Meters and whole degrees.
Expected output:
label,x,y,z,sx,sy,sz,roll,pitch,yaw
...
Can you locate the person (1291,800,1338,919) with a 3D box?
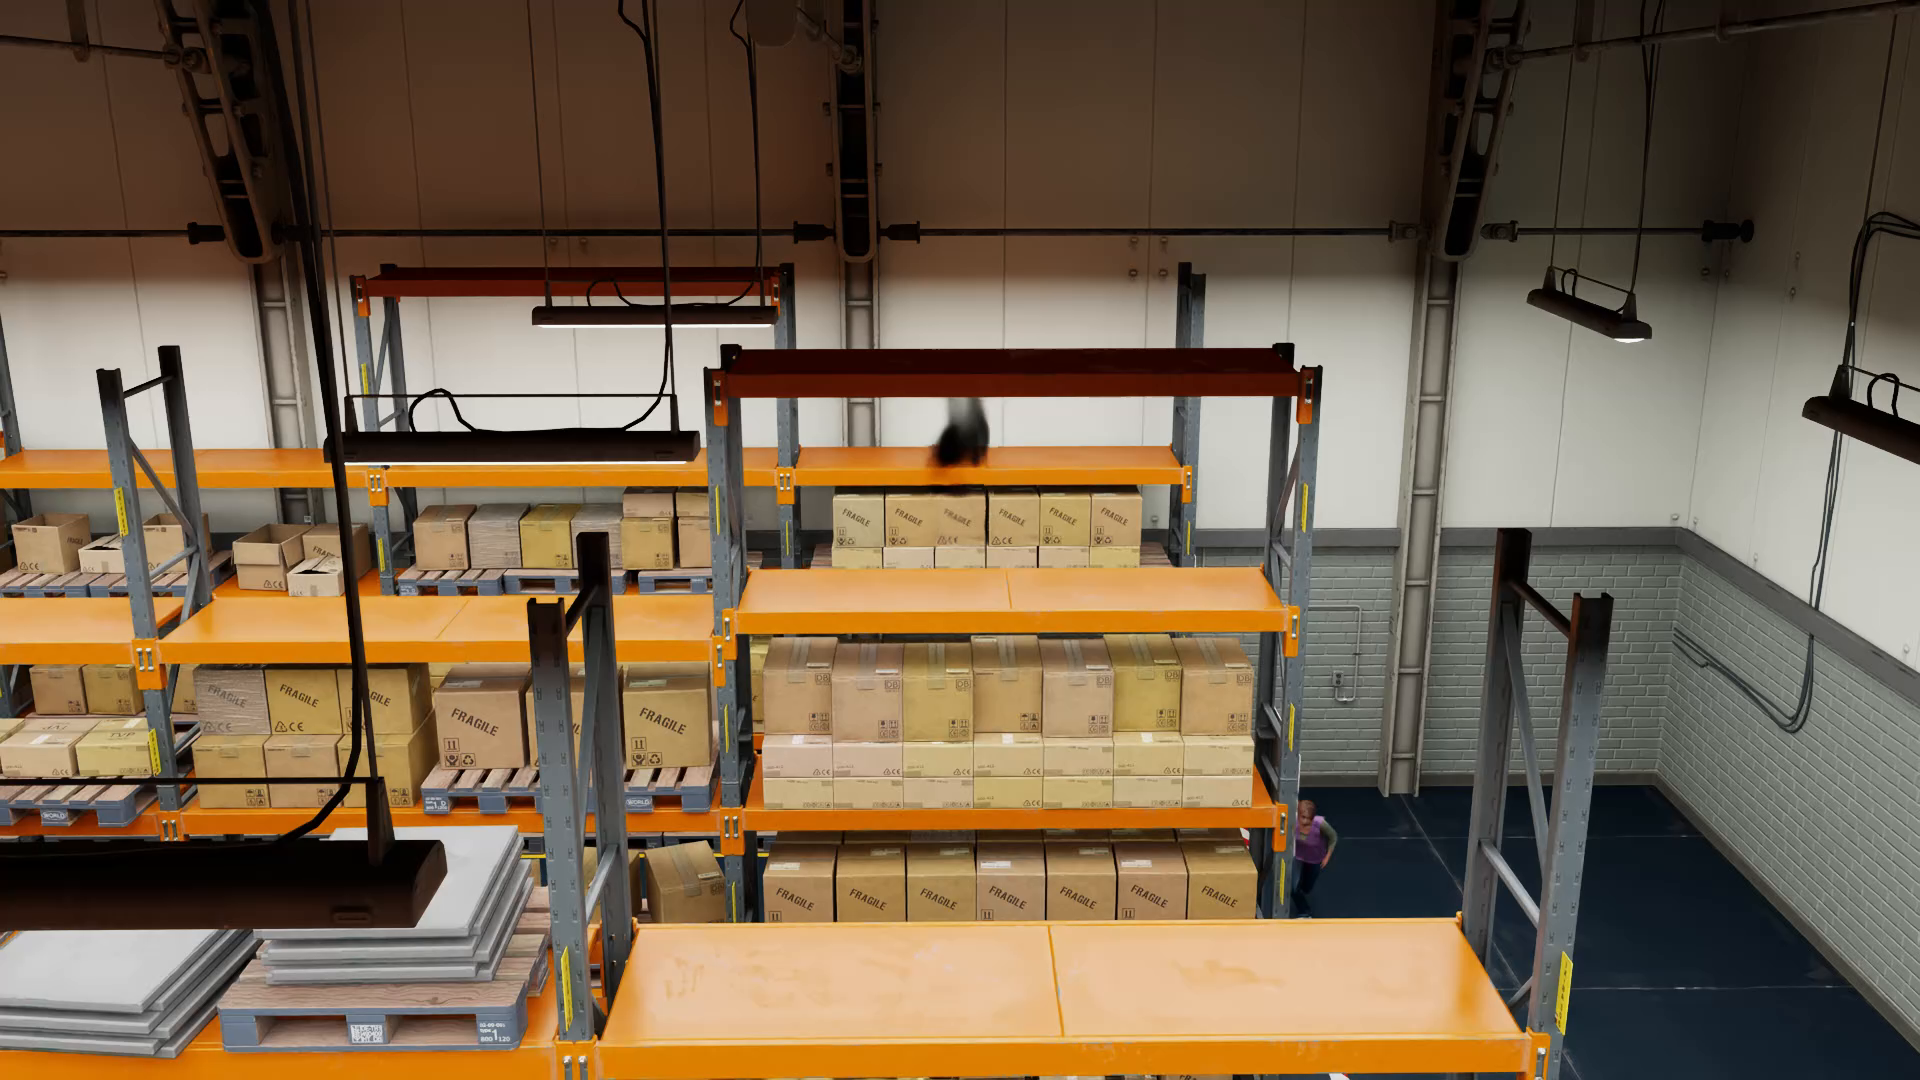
label,x,y,z,sx,sy,sz,roll,pitch,yaw
person,3.296,2.994,15.763,0.545,1.428,0.889,5,17,16
